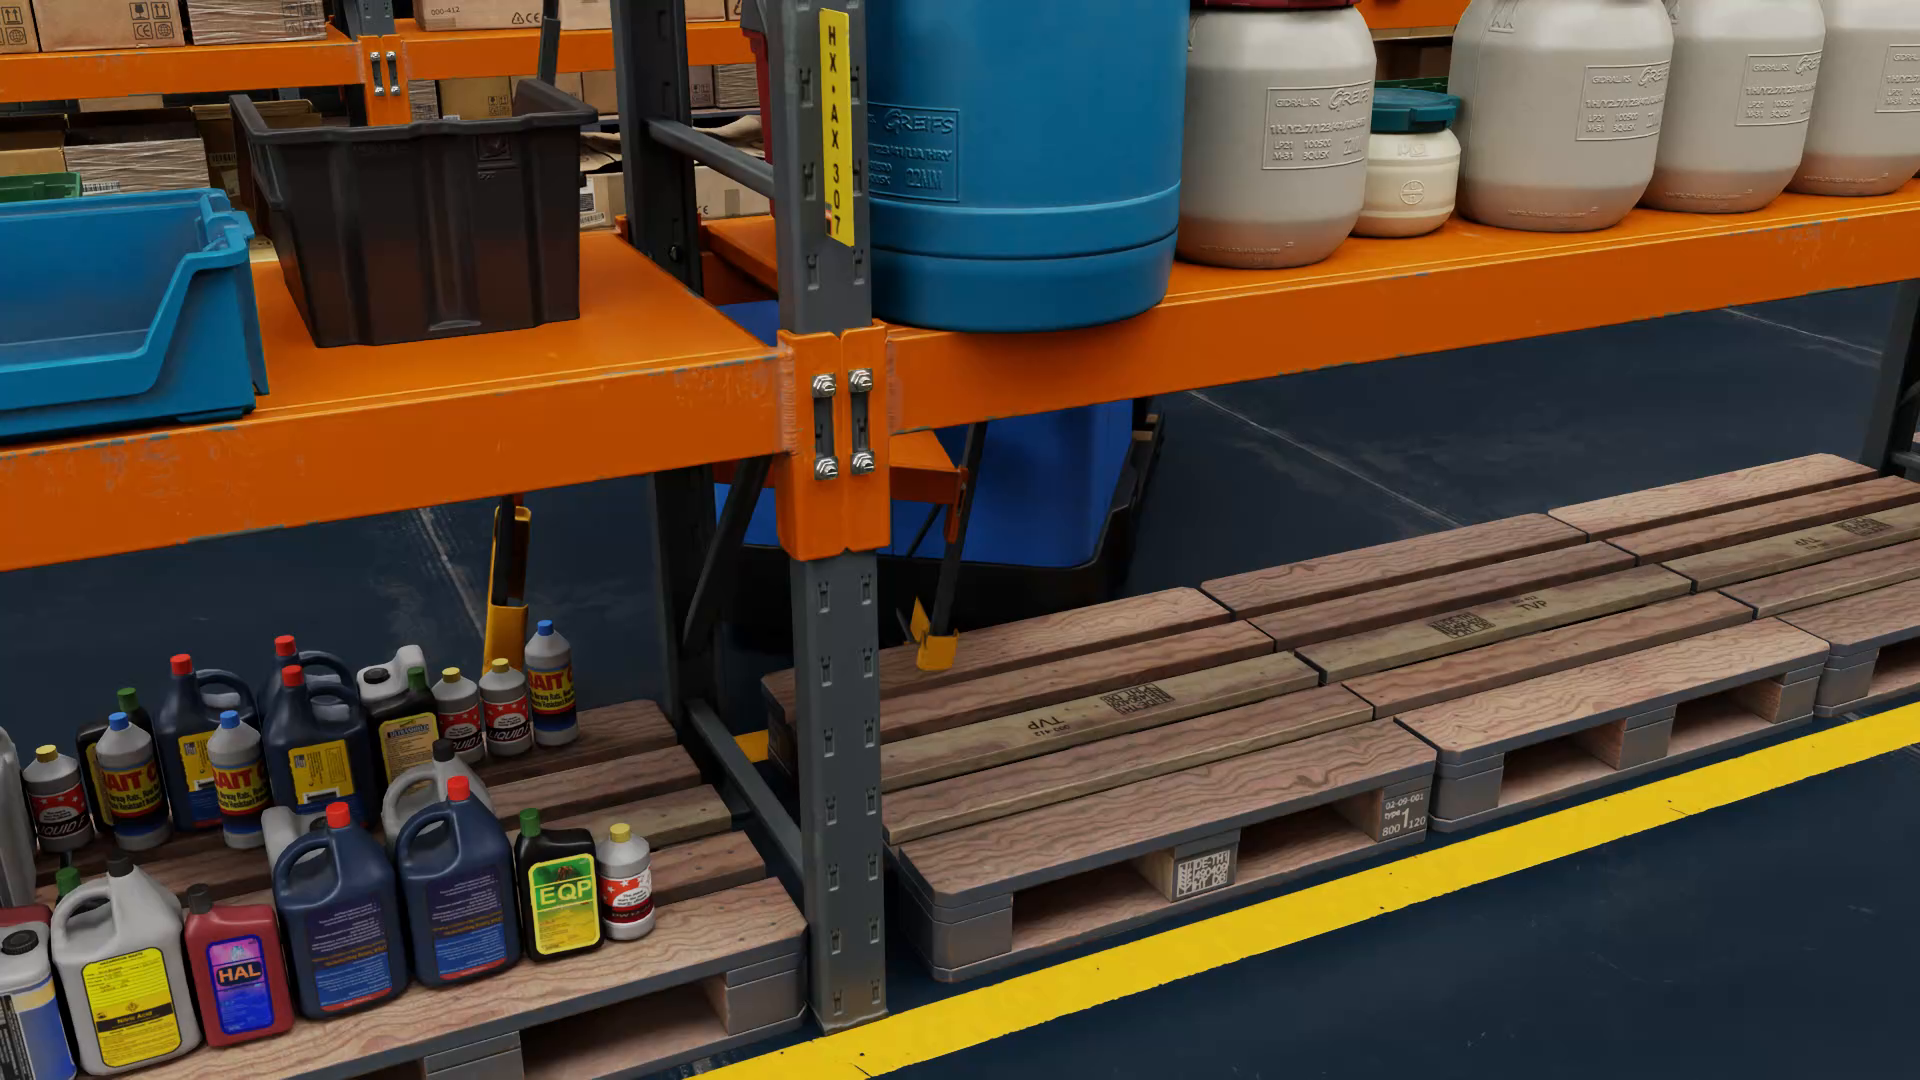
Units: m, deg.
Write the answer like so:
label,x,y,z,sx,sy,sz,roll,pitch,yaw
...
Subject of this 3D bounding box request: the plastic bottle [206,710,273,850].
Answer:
label,x,y,z,sx,sy,sz,roll,pitch,yaw
plastic bottle,-1.392,0.457,3.217,0.097,0.271,0.097,0,22,0

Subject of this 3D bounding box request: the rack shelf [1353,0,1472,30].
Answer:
label,x,y,z,sx,sy,sz,roll,pitch,yaw
rack shelf,2.855,-3.028,9.584,4.000,0.370,1.077,-10,25,-24

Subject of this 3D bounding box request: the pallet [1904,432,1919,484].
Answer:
label,x,y,z,sx,sy,sz,roll,pitch,yaw
pallet,3.890,-0.178,5.403,1.213,0.211,1.003,-10,25,-24

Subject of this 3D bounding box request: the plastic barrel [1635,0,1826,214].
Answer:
label,x,y,z,sx,sy,sz,roll,pitch,yaw
plastic barrel,1.602,-0.997,3.558,0.433,0.535,0.433,0,22,0

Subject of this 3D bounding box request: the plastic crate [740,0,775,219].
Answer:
label,x,y,z,sx,sy,sz,roll,pitch,yaw
plastic crate,-0.103,-0.873,3.353,0.583,0.464,0.402,-10,25,-24

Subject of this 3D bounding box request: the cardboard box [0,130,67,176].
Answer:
label,x,y,z,sx,sy,sz,roll,pitch,yaw
cardboard box,-3.779,-1.320,6.582,0.500,0.500,0.500,-10,25,-24

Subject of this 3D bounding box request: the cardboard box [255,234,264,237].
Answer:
label,x,y,z,sx,sy,sz,roll,pitch,yaw
cardboard box,-3.101,-1.316,7.554,0.500,0.250,0.500,-10,25,-24

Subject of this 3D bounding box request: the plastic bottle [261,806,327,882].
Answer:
label,x,y,z,sx,sy,sz,roll,pitch,yaw
plastic bottle,-1.122,0.589,2.891,0.135,0.276,0.152,-10,25,-24

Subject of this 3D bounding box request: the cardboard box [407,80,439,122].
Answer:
label,x,y,z,sx,sy,sz,roll,pitch,yaw
cardboard box,-4.047,-3.248,11.867,0.500,0.500,0.700,-10,24,-22

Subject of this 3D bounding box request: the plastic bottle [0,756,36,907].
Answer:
label,x,y,z,sx,sy,sz,roll,pitch,yaw
plastic bottle,-1.780,0.537,3.016,0.135,0.276,0.152,-10,25,-24

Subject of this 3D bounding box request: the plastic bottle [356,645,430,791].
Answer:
label,x,y,z,sx,sy,sz,roll,pitch,yaw
plastic bottle,-1.163,0.363,3.438,0.135,0.276,0.152,-9,24,-22

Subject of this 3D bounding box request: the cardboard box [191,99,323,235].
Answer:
label,x,y,z,sx,sy,sz,roll,pitch,yaw
cardboard box,-3.105,-1.666,7.419,0.500,0.500,0.500,-10,25,-24

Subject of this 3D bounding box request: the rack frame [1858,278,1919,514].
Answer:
label,x,y,z,sx,sy,sz,roll,pitch,yaw
rack frame,3.198,-1.321,4.519,0.127,3.000,1.000,-10,25,-24

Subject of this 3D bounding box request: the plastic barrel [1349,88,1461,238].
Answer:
label,x,y,z,sx,sy,sz,roll,pitch,yaw
plastic barrel,0.853,-0.760,3.345,0.301,0.262,0.301,0,22,0

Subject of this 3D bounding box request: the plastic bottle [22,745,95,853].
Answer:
label,x,y,z,sx,sy,sz,roll,pitch,yaw
plastic bottle,-1.749,0.493,3.220,0.097,0.201,0.097,0,22,0

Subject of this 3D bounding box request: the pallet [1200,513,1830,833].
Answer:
label,x,y,z,sx,sy,sz,roll,pitch,yaw
pallet,1.385,0.284,4.289,1.213,0.211,1.003,-10,25,-24

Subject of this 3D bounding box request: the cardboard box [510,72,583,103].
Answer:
label,x,y,z,sx,sy,sz,roll,pitch,yaw
cardboard box,-3.126,-3.421,12.287,0.500,0.500,0.700,-10,25,-23

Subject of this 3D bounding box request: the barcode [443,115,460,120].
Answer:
label,x,y,z,sx,sy,sz,roll,pitch,yaw
barcode,-2.141,-1.756,7.007,0.075,0.075,0.001,-10,25,-24

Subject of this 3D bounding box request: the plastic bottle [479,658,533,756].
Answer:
label,x,y,z,sx,sy,sz,roll,pitch,yaw
plastic bottle,-0.975,0.351,3.564,0.097,0.201,0.097,0,22,0

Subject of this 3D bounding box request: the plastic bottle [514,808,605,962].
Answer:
label,x,y,z,sx,sy,sz,roll,pitch,yaw
plastic bottle,-0.697,0.588,2.884,0.133,0.283,0.061,-9,24,-21

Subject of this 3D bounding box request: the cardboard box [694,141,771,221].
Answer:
label,x,y,z,sx,sy,sz,roll,pitch,yaw
cardboard box,-1.152,-1.698,7.743,0.500,0.311,0.500,-11,25,-25

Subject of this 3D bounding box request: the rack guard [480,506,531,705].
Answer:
label,x,y,z,sx,sy,sz,roll,pitch,yaw
rack guard,-1.079,0.147,3.960,0.087,0.250,0.587,5,22,-16

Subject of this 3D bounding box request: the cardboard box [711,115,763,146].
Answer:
label,x,y,z,sx,sy,sz,roll,pitch,yaw
cardboard box,-0.940,-1.966,8.391,0.500,0.311,0.500,-11,25,-24

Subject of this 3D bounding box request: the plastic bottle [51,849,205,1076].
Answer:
label,x,y,z,sx,sy,sz,roll,pitch,yaw
plastic bottle,-1.326,0.655,2.634,0.185,0.351,0.144,-11,25,-24

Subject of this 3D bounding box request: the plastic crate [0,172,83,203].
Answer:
label,x,y,z,sx,sy,sz,roll,pitch,yaw
plastic crate,-1.752,-0.432,2.648,0.662,0.188,0.450,-10,25,-24

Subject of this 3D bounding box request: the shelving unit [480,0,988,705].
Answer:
label,x,y,z,sx,sy,sz,roll,pitch,yaw
shelving unit,-0.488,-0.383,3.869,1.083,1.500,0.587,5,22,-16

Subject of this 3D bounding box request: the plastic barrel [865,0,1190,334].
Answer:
label,x,y,z,sx,sy,sz,roll,pitch,yaw
plastic barrel,0.073,-0.849,2.723,0.708,0.901,0.600,-10,25,-24

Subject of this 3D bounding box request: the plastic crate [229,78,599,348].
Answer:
label,x,y,z,sx,sy,sz,roll,pitch,yaw
plastic crate,-0.933,-0.586,2.824,0.504,0.338,0.767,-10,25,-24

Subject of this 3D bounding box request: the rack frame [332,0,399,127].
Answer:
label,x,y,z,sx,sy,sz,roll,pitch,yaw
rack frame,-2.551,-2.365,7.042,0.127,3.000,1.000,-10,25,-24

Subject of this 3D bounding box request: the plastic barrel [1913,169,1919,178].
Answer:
label,x,y,z,sx,sy,sz,roll,pitch,yaw
plastic barrel,2.364,-1.128,3.908,0.421,0.512,0.421,0,22,0

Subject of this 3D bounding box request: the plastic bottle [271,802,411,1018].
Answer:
label,x,y,z,sx,sy,sz,roll,pitch,yaw
plastic bottle,-1.035,0.601,2.764,0.185,0.351,0.144,-12,25,-26

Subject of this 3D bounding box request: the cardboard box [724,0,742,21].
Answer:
label,x,y,z,sx,sy,sz,roll,pitch,yaw
cardboard box,-0.926,-2.703,7.728,0.500,0.500,0.500,-10,25,-24

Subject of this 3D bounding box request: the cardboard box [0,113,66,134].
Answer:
label,x,y,z,sx,sy,sz,roll,pitch,yaw
cardboard box,-4.006,-1.500,7.018,0.500,0.500,0.500,-10,25,-24

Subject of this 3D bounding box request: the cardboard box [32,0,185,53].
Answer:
label,x,y,z,sx,sy,sz,roll,pitch,yaw
cardboard box,-3.421,-2.246,6.623,0.500,0.500,0.700,-11,25,-24

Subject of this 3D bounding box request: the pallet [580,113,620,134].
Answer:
label,x,y,z,sx,sy,sz,roll,pitch,yaw
pallet,-2.901,-3.117,12.503,1.213,0.211,1.003,-10,25,-24

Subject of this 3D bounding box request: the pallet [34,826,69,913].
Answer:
label,x,y,z,sx,sy,sz,roll,pitch,yaw
pallet,-2.130,0.932,2.723,1.213,0.211,1.003,-10,25,-24

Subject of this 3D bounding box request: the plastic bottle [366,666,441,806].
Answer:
label,x,y,z,sx,sy,sz,roll,pitch,yaw
plastic bottle,-1.116,0.396,3.348,0.133,0.283,0.061,-10,25,-24

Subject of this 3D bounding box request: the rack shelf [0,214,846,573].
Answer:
label,x,y,z,sx,sy,sz,roll,pitch,yaw
rack shelf,-2.209,0.007,2.252,4.000,0.370,1.077,-10,25,-24

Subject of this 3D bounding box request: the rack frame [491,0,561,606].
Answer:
label,x,y,z,sx,sy,sz,roll,pitch,yaw
rack frame,-0.984,-0.426,3.728,0.032,1.500,0.500,5,22,-16

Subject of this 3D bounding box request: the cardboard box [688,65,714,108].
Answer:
label,x,y,z,sx,sy,sz,roll,pitch,yaw
cardboard box,-2.240,-3.601,12.720,0.500,0.500,0.700,-10,25,-24

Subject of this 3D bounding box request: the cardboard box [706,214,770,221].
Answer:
label,x,y,z,sx,sy,sz,roll,pitch,yaw
cardboard box,-1.154,-1.441,7.856,0.500,0.250,0.500,-11,25,-25

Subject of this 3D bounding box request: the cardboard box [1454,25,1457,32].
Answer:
label,x,y,z,sx,sy,sz,roll,pitch,yaw
cardboard box,4.618,-4.784,15.604,0.500,0.500,0.700,-11,25,-25

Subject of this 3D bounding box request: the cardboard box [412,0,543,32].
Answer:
label,x,y,z,sx,sy,sz,roll,pitch,yaw
cardboard box,-2.127,-2.392,7.304,0.500,0.250,0.500,-9,24,-20

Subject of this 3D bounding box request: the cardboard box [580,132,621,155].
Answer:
label,x,y,z,sx,sy,sz,roll,pitch,yaw
cardboard box,-1.845,-1.802,7.995,0.500,0.311,0.500,-10,24,-22

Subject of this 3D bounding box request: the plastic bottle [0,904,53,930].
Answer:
label,x,y,z,sx,sy,sz,roll,pitch,yaw
plastic bottle,-1.521,0.675,2.674,0.133,0.283,0.061,-10,25,-24

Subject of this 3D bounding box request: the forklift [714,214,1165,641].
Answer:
label,x,y,z,sx,sy,sz,roll,pitch,yaw
forklift,0.124,-1.589,5.256,1.130,2.935,3.031,4,23,11

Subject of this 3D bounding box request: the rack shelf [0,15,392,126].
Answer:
label,x,y,z,sx,sy,sz,roll,pitch,yaw
rack shelf,-4.353,-1.701,6.378,4.000,0.370,1.077,-10,25,-24

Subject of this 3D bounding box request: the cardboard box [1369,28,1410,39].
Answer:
label,x,y,z,sx,sy,sz,roll,pitch,yaw
cardboard box,3.678,-4.609,15.181,0.500,0.500,0.700,-11,25,-24

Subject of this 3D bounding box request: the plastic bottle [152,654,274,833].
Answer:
label,x,y,z,sx,sy,sz,roll,pitch,yaw
plastic bottle,-1.484,0.386,3.285,0.185,0.351,0.144,-12,25,-26

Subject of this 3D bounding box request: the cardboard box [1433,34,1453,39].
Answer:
label,x,y,z,sx,sy,sz,roll,pitch,yaw
cardboard box,3.215,-2.925,10.106,0.500,0.250,0.500,-10,25,-24
